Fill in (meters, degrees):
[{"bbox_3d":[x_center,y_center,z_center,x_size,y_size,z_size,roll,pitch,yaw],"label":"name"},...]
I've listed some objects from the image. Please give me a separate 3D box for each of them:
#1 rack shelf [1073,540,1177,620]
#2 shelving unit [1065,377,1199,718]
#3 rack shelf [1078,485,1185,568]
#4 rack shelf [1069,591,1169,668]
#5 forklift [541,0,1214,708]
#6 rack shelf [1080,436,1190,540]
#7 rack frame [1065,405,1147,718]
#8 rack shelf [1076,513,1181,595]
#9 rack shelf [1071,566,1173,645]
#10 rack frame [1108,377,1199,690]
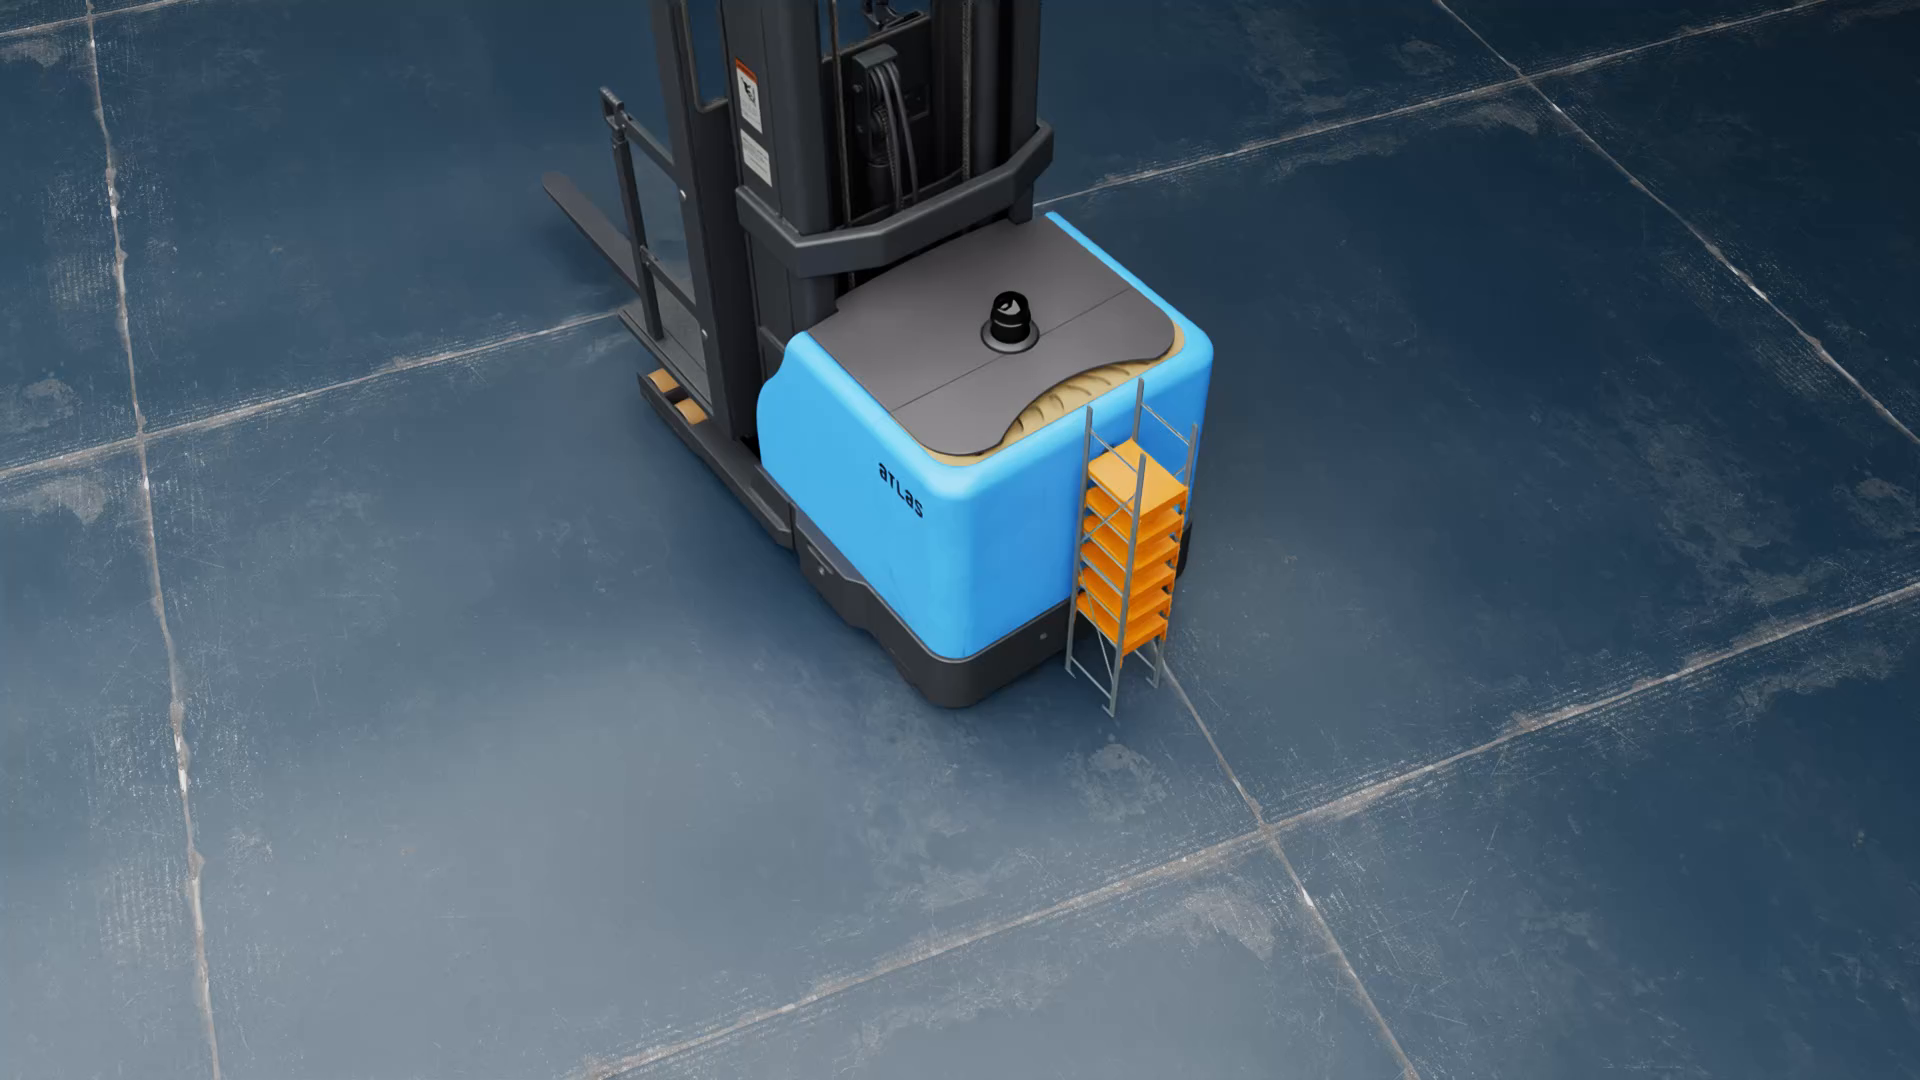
[{"bbox_3d":[0.488,0.087,4.943,0.180,0.103,0.258,-29,56,-23],"label":"rack shelf"},{"bbox_3d":[0.488,0.058,4.909,0.189,1.200,0.258,-29,56,-23],"label":"shelving unit"},{"bbox_3d":[0.489,-0.069,4.760,0.180,0.103,0.258,-29,56,-23],"label":"rack shelf"},{"bbox_3d":[0.488,0.243,5.125,0.180,0.103,0.258,-29,56,-23],"label":"rack shelf"},{"bbox_3d":[-0.523,-1.508,5.113,1.130,2.935,3.031,-29,55,-23],"label":"forklift"},{"bbox_3d":[0.489,-0.147,4.669,0.180,0.103,0.258,-29,56,-23],"label":"rack shelf"},{"bbox_3d":[0.415,0.099,4.873,0.006,1.200,0.240,-29,56,-23],"label":"rack frame"},{"bbox_3d":[0.488,0.009,4.852,0.180,0.103,0.258,-29,56,-23],"label":"rack shelf"},{"bbox_3d":[0.488,0.165,5.034,0.180,0.103,0.258,-29,56,-23],"label":"rack shelf"},{"bbox_3d":[0.562,0.016,4.945,0.006,1.200,0.240,-29,56,-23],"label":"rack frame"}]
